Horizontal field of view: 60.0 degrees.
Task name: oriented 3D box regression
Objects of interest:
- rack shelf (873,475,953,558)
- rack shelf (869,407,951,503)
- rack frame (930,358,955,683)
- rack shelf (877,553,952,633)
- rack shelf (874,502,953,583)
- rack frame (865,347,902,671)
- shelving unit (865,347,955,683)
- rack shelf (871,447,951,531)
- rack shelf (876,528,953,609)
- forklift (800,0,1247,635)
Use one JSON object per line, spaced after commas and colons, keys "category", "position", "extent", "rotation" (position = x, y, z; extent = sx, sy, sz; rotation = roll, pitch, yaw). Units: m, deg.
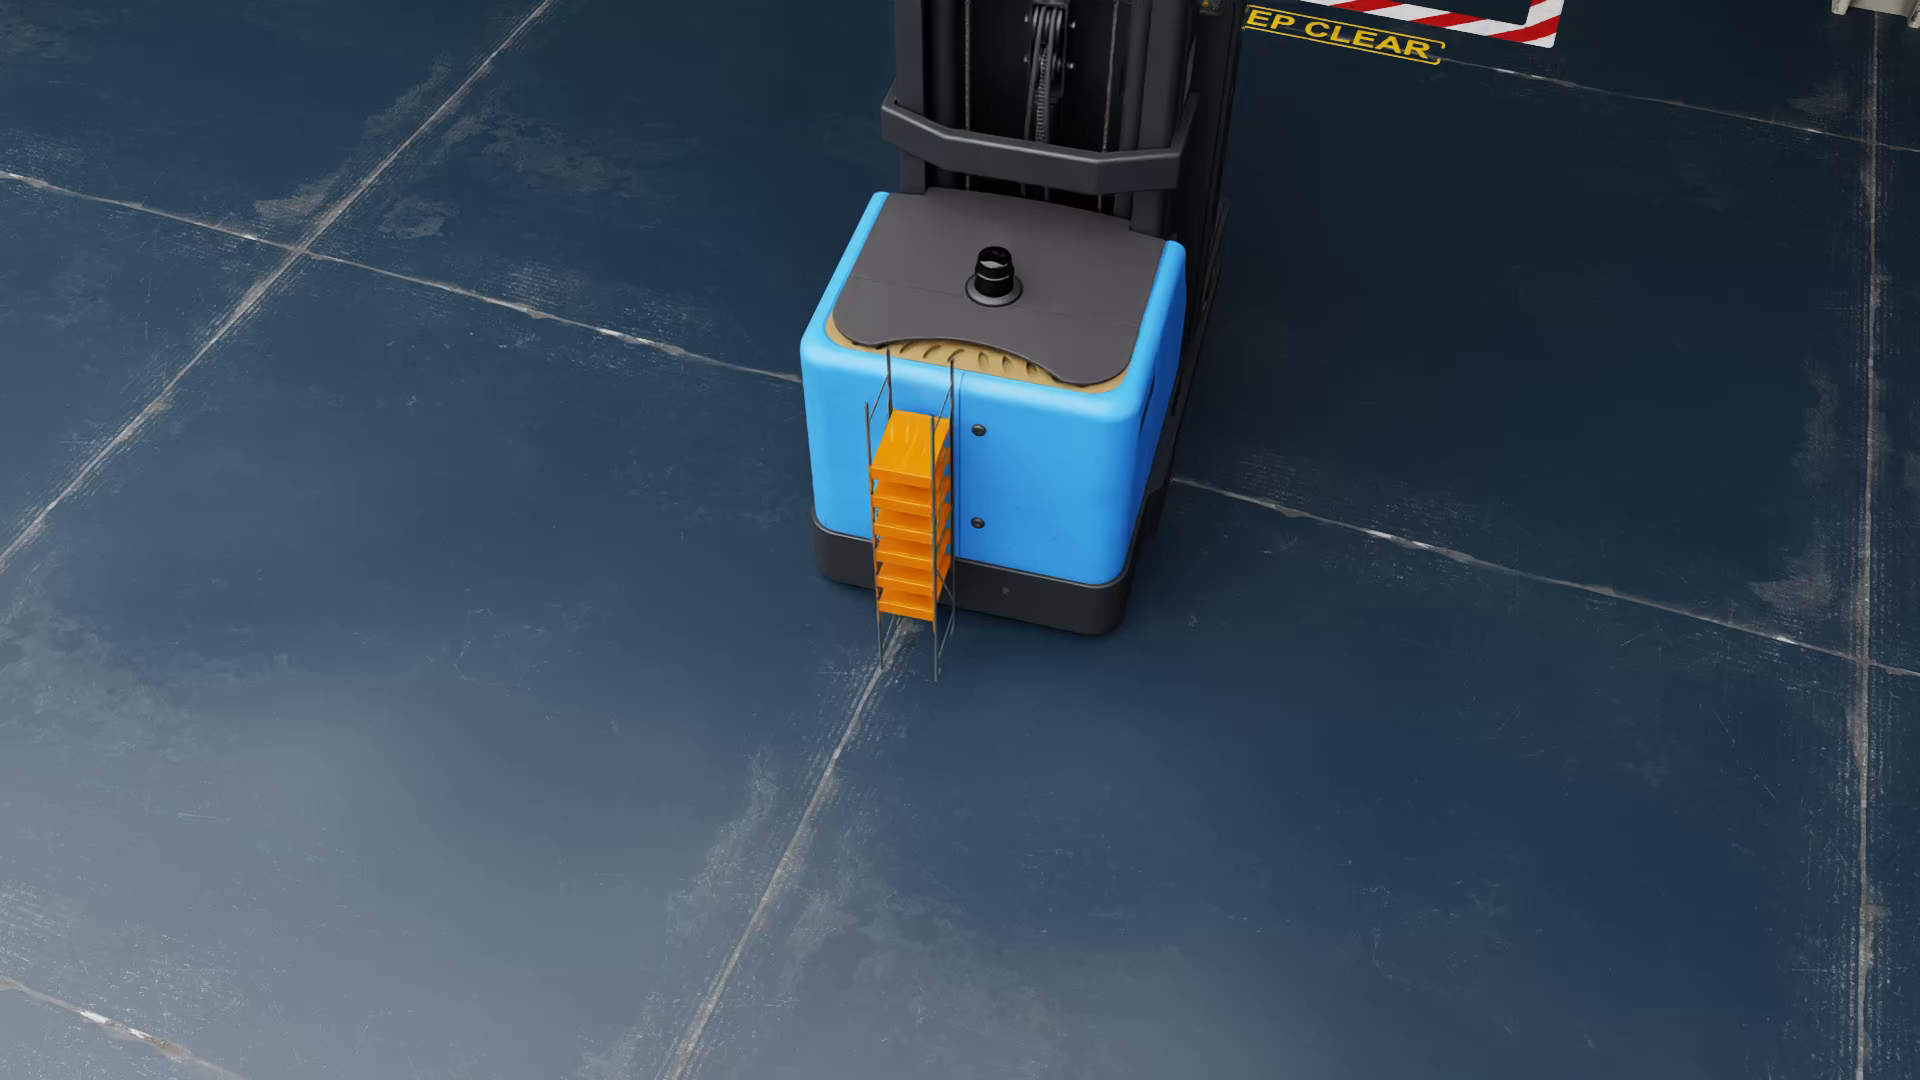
{"category": "rack shelf", "position": [-0.137, -0.088, 4.933], "extent": [0.180, 0.103, 0.258], "rotation": [11, 50, 9]}
{"category": "rack shelf", "position": [-0.137, -0.246, 4.751], "extent": [0.180, 0.103, 0.258], "rotation": [11, 50, 9]}
{"category": "rack frame", "position": [-0.048, -0.022, 4.975], "extent": [0.006, 1.200, 0.240], "rotation": [11, 50, 9]}
{"category": "rack shelf", "position": [-0.137, 0.147, 5.205], "extent": [0.180, 0.103, 0.258], "rotation": [11, 50, 9]}
{"category": "rack shelf", "position": [-0.137, -0.010, 5.023], "extent": [0.180, 0.103, 0.258], "rotation": [11, 50, 9]}
{"category": "rack frame", "position": [-0.226, -0.056, 5.004], "extent": [0.006, 1.200, 0.240], "rotation": [11, 50, 9]}
{"category": "shelving unit", "position": [-0.137, -0.039, 4.990], "extent": [0.189, 1.200, 0.258], "rotation": [11, 50, 9]}
{"category": "rack shelf", "position": [-0.137, -0.167, 4.842], "extent": [0.180, 0.103, 0.258], "rotation": [11, 50, 9]}
{"category": "rack shelf", "position": [-0.137, 0.069, 5.114], "extent": [0.180, 0.103, 0.258], "rotation": [11, 50, 9]}
{"category": "forklift", "position": [0.395, -1.796, 5.367], "extent": [1.130, 2.935, 3.031], "rotation": [12, 50, 10]}
